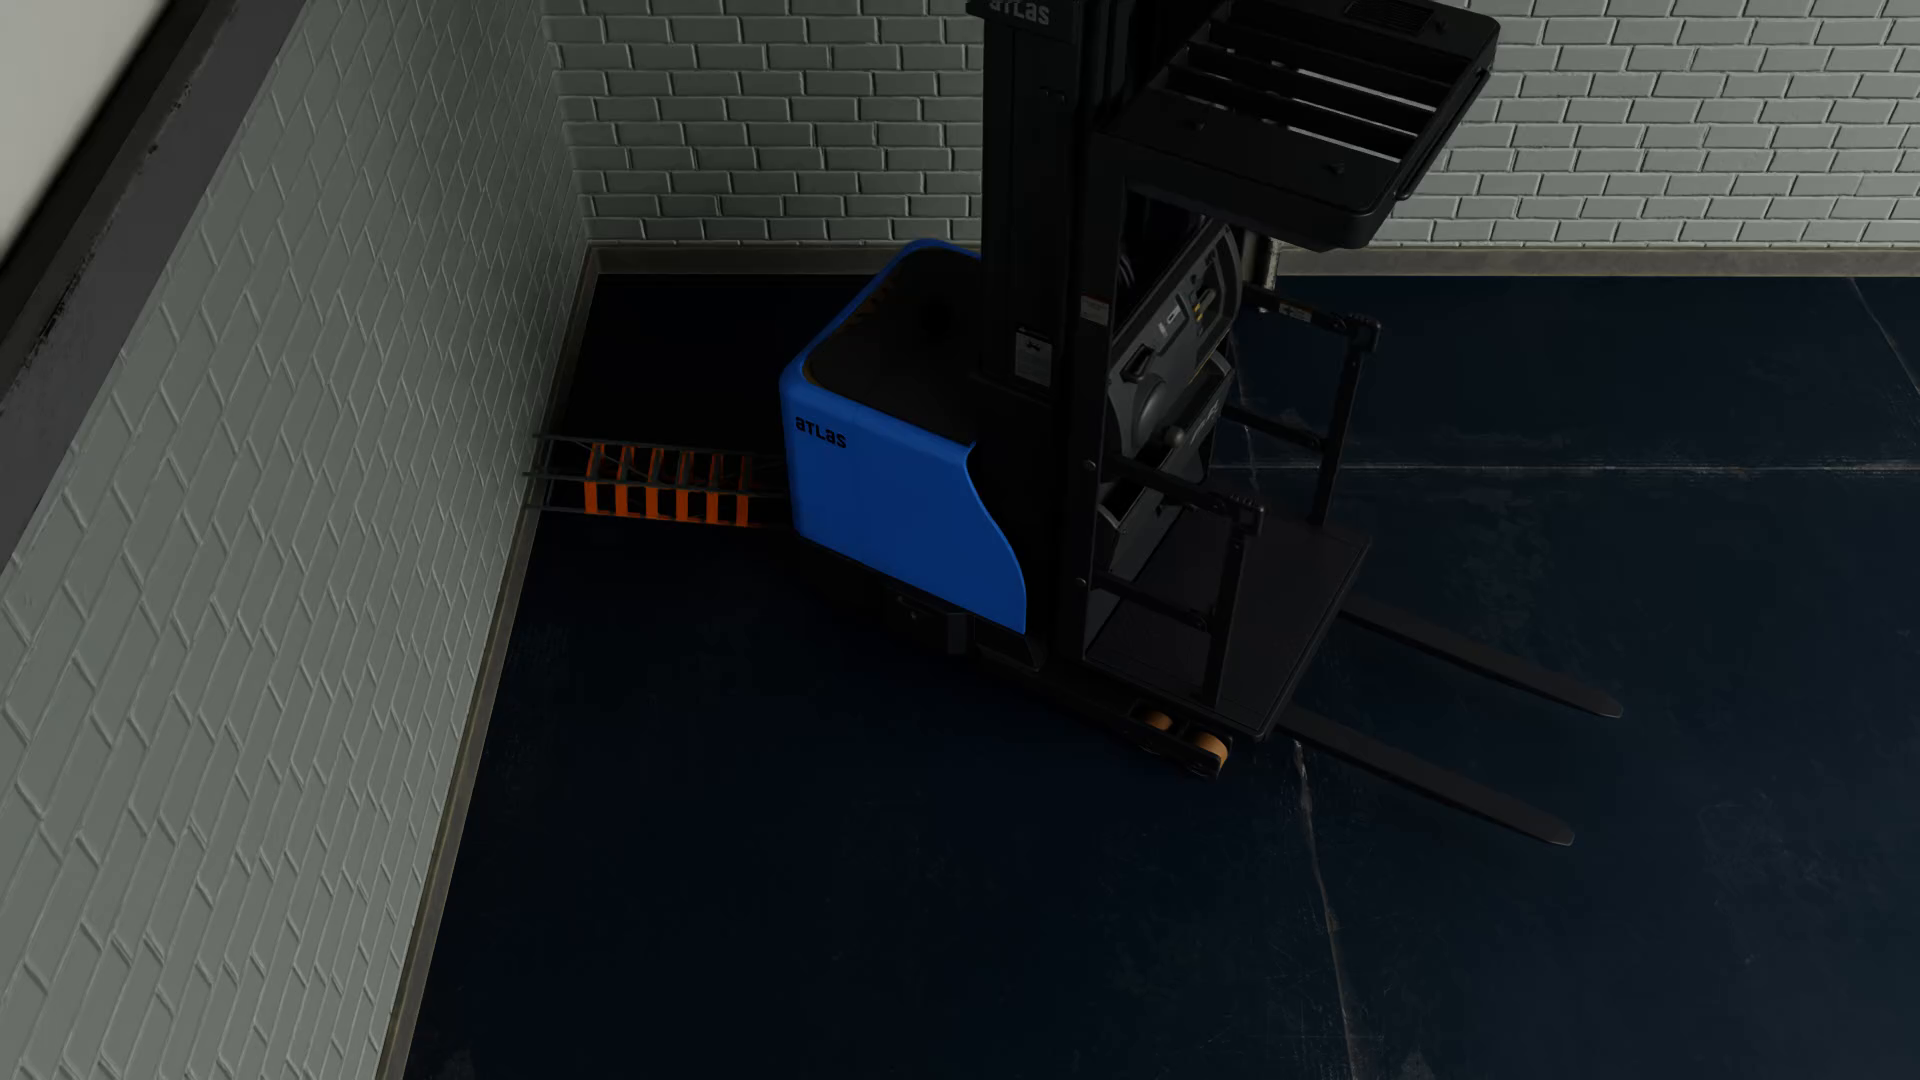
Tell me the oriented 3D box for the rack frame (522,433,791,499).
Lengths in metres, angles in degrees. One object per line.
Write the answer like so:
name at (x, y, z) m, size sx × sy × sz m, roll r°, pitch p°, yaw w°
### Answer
rack frame at (-1.122, -0.290, 6.657) m, size 1.200 × 0.006 × 0.240 m, roll 5°, pitch 47°, yaw -5°

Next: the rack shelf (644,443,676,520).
rack shelf at (-1.209, -0.234, 6.716) m, size 0.103 × 0.180 × 0.258 m, roll 5°, pitch 47°, yaw -5°

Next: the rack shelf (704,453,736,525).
rack shelf at (-0.971, -0.214, 6.739) m, size 0.103 × 0.180 × 0.258 m, roll 5°, pitch 47°, yaw -5°

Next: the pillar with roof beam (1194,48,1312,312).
pillar with roof beam at (1.231, -1.091, 1.617) m, size 0.400 × 9.000 × 9.100 m, roll 0°, pitch 47°, yaw 0°

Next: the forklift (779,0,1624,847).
forklift at (0.878, -0.601, 5.307) m, size 3.031 × 2.935 × 1.130 m, roll 23°, pitch 51°, yaw 20°

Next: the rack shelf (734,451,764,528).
rack shelf at (-0.852, -0.204, 6.750) m, size 0.103 × 0.180 × 0.258 m, roll 5°, pitch 47°, yaw -5°

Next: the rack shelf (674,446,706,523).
rack shelf at (-1.090, -0.224, 6.728) m, size 0.103 × 0.180 × 0.258 m, roll 5°, pitch 47°, yaw -5°

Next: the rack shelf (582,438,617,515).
rack shelf at (-1.447, -0.254, 6.694) m, size 0.103 × 0.180 × 0.258 m, roll 5°, pitch 47°, yaw -5°

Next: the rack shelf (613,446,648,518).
rack shelf at (-1.328, -0.244, 6.705) m, size 0.103 × 0.180 × 0.258 m, roll 5°, pitch 47°, yaw -5°

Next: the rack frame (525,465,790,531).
rack frame at (-1.145, -0.166, 6.790) m, size 1.200 × 0.006 × 0.240 m, roll 5°, pitch 47°, yaw -5°

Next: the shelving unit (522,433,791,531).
shelving unit at (-1.134, -0.228, 6.723) m, size 1.200 × 0.189 × 0.258 m, roll 5°, pitch 47°, yaw -5°
